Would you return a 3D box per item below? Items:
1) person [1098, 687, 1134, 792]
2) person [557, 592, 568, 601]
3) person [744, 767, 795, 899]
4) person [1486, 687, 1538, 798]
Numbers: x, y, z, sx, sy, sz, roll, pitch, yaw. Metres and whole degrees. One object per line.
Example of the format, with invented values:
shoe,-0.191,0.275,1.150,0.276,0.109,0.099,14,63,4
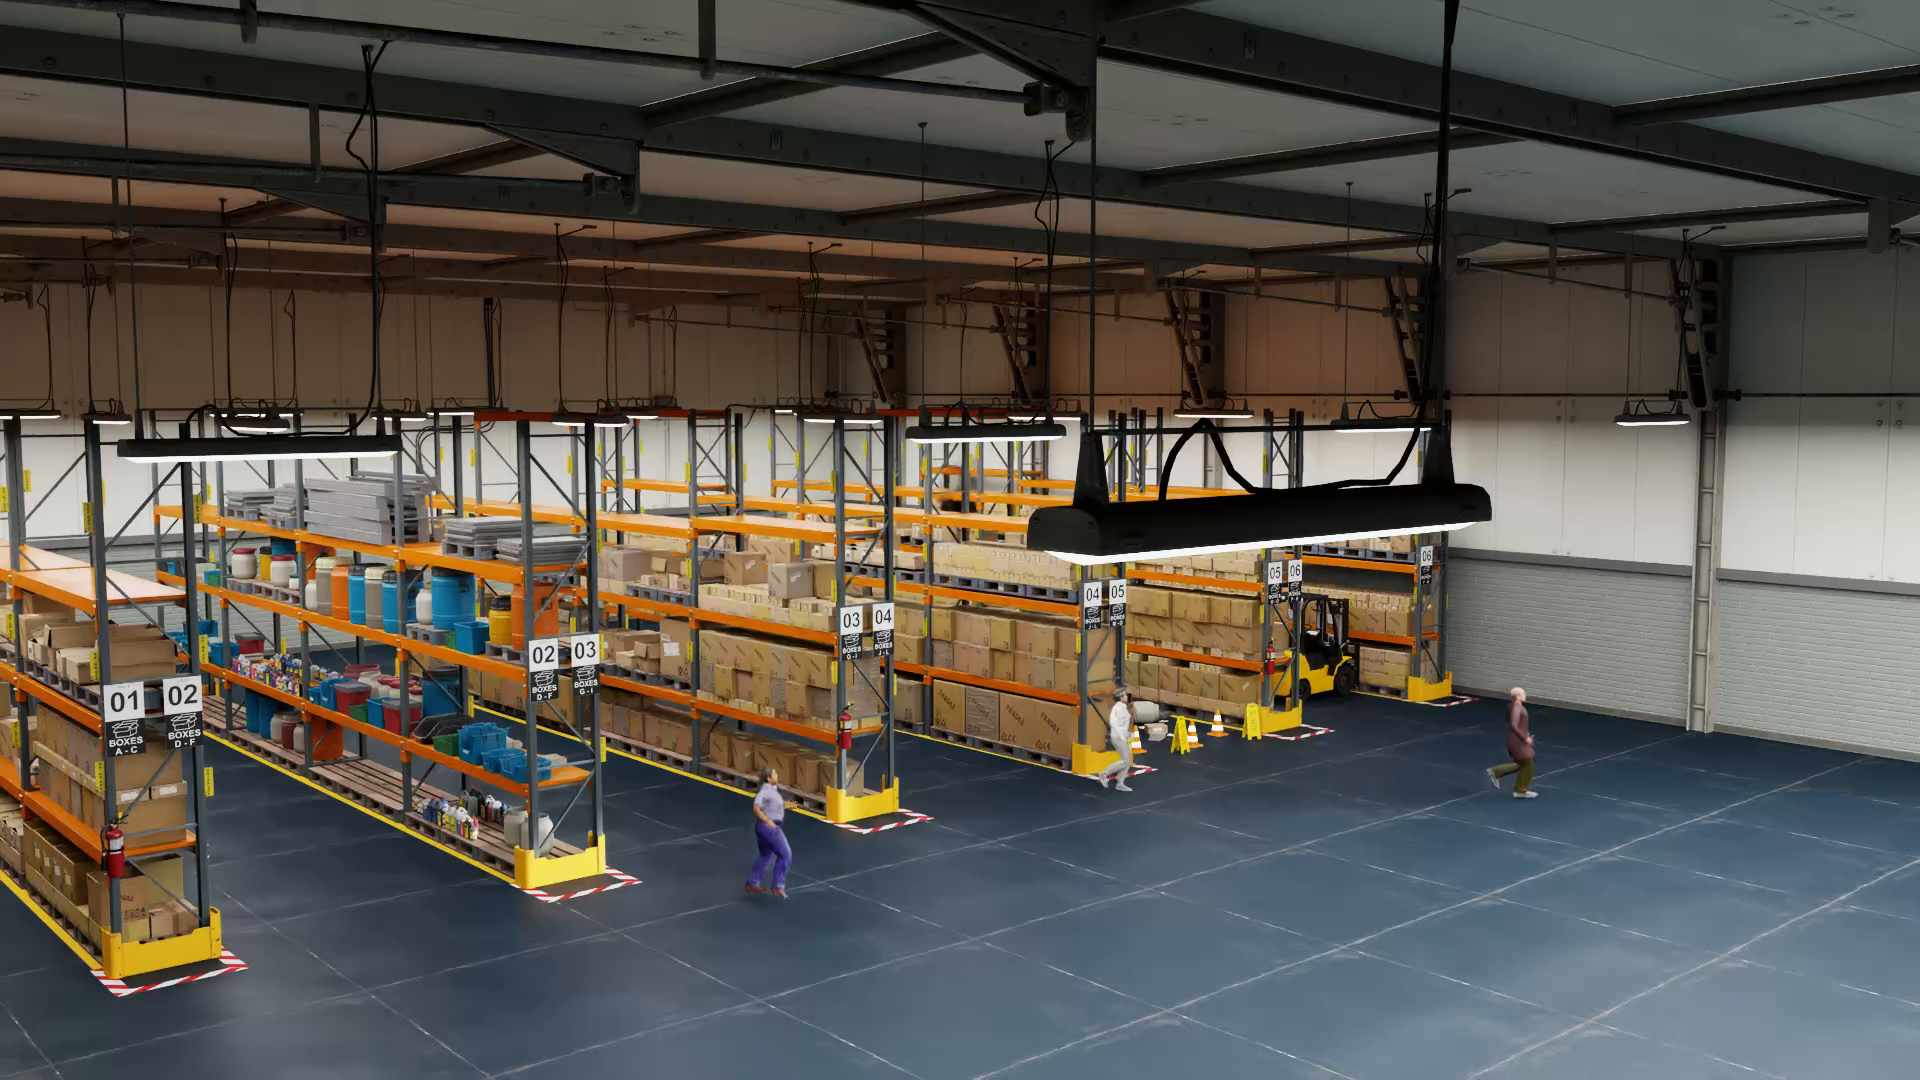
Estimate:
person,2.509,3.175,26.699,0.556,1.640,0.676,1,5,7
person,-9.626,1.989,39.784,0.733,1.701,0.525,2,5,18
person,-2.393,3.700,20.941,0.660,1.708,0.597,-1,5,-15
person,8.687,3.170,26.087,0.760,1.733,0.752,1,5,9
